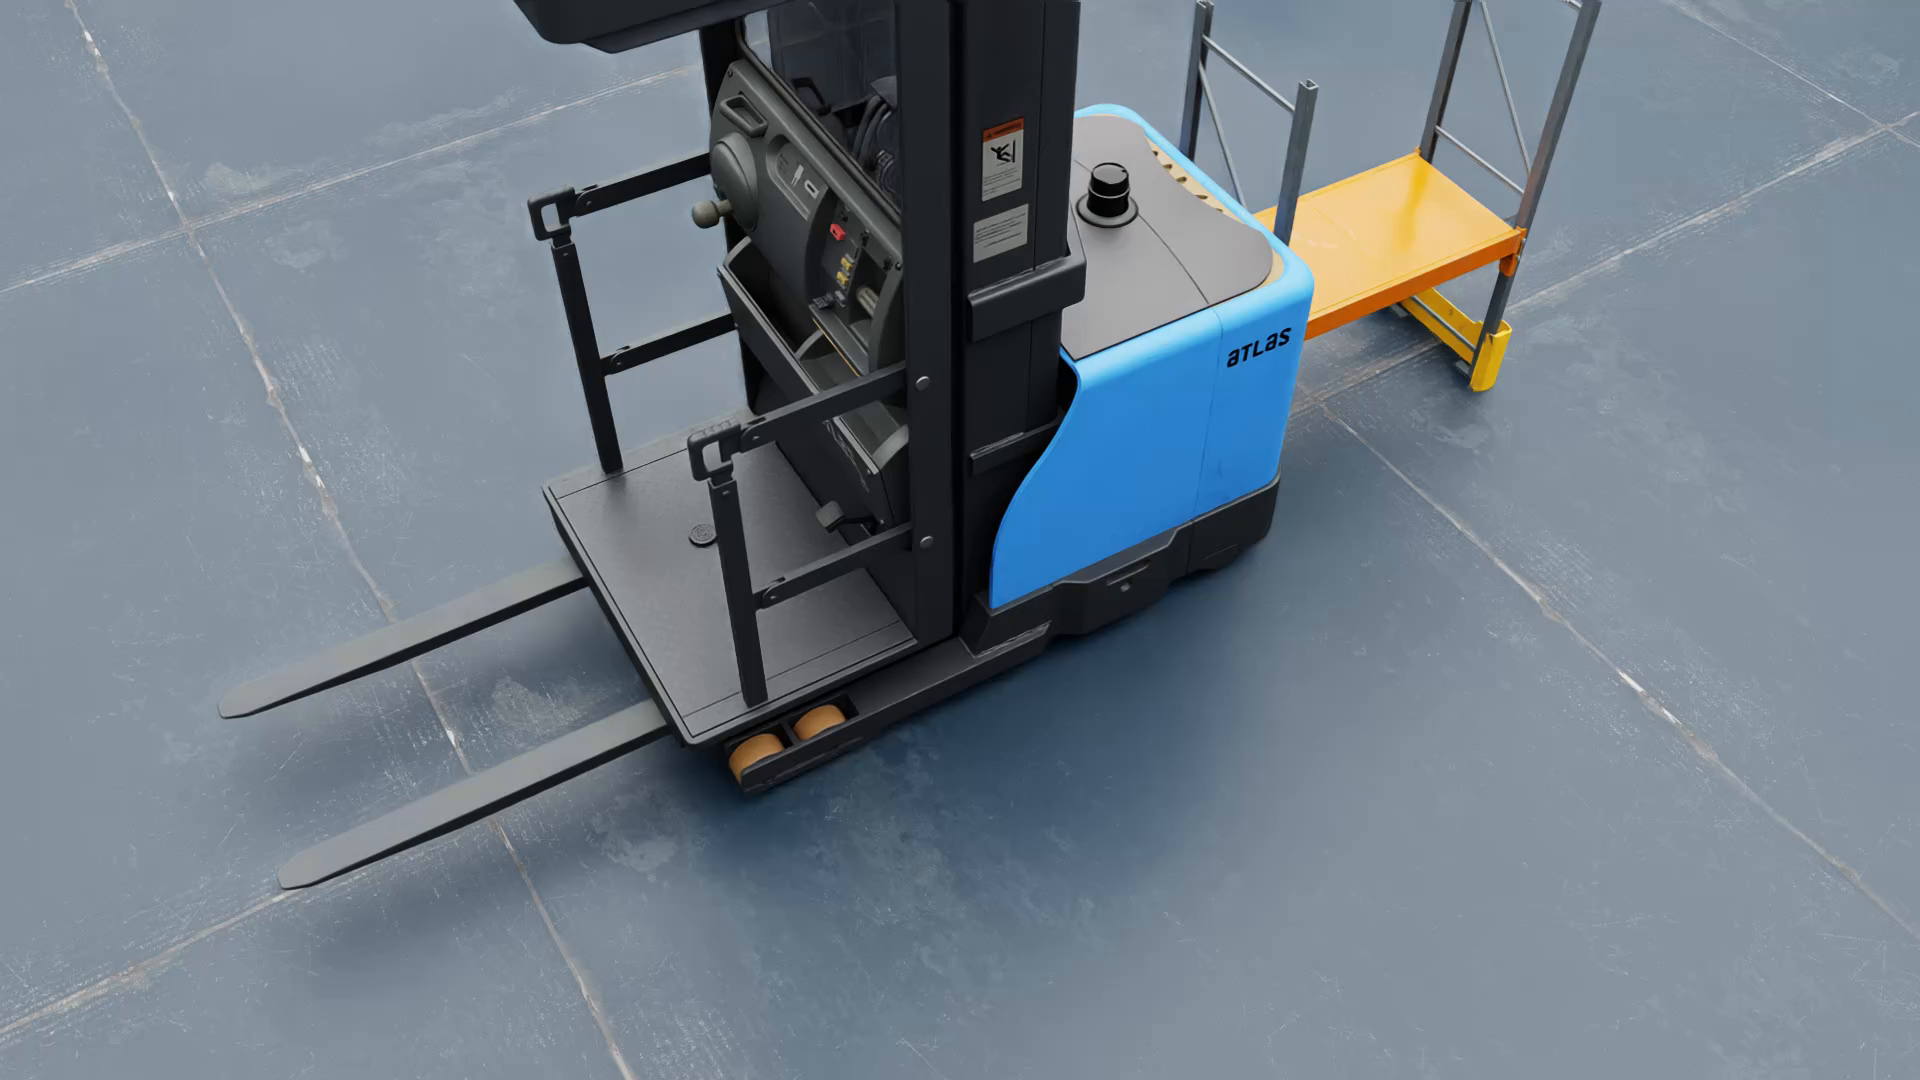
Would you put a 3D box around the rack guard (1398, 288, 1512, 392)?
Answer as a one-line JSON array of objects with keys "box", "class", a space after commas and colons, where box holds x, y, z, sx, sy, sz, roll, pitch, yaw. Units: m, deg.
[{"box": [1.663, -0.790, 5.786, 0.087, 0.250, 0.587, -23, 52, -20], "class": "rack guard"}]

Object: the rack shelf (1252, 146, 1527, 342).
[{"box": [1.225, -0.895, 5.284, 1.000, 0.185, 0.538, -23, 52, -20], "class": "rack shelf"}]

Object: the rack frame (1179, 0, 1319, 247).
[{"box": [0.785, -0.824, 4.980, 0.032, 1.500, 0.500, -23, 52, -20], "class": "rack frame"}]

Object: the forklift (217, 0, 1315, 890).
[{"box": [-0.560, -0.732, 3.939, 3.031, 2.935, 1.130, -23, 52, -20], "class": "forklift"}]

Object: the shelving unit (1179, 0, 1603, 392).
[{"box": [1.233, -1.018, 5.153, 1.083, 1.500, 0.587, -23, 52, -20], "class": "shelving unit"}]

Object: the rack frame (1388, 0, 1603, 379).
[{"box": [1.664, -1.206, 5.320, 0.032, 1.500, 0.500, -23, 52, -20], "class": "rack frame"}]
